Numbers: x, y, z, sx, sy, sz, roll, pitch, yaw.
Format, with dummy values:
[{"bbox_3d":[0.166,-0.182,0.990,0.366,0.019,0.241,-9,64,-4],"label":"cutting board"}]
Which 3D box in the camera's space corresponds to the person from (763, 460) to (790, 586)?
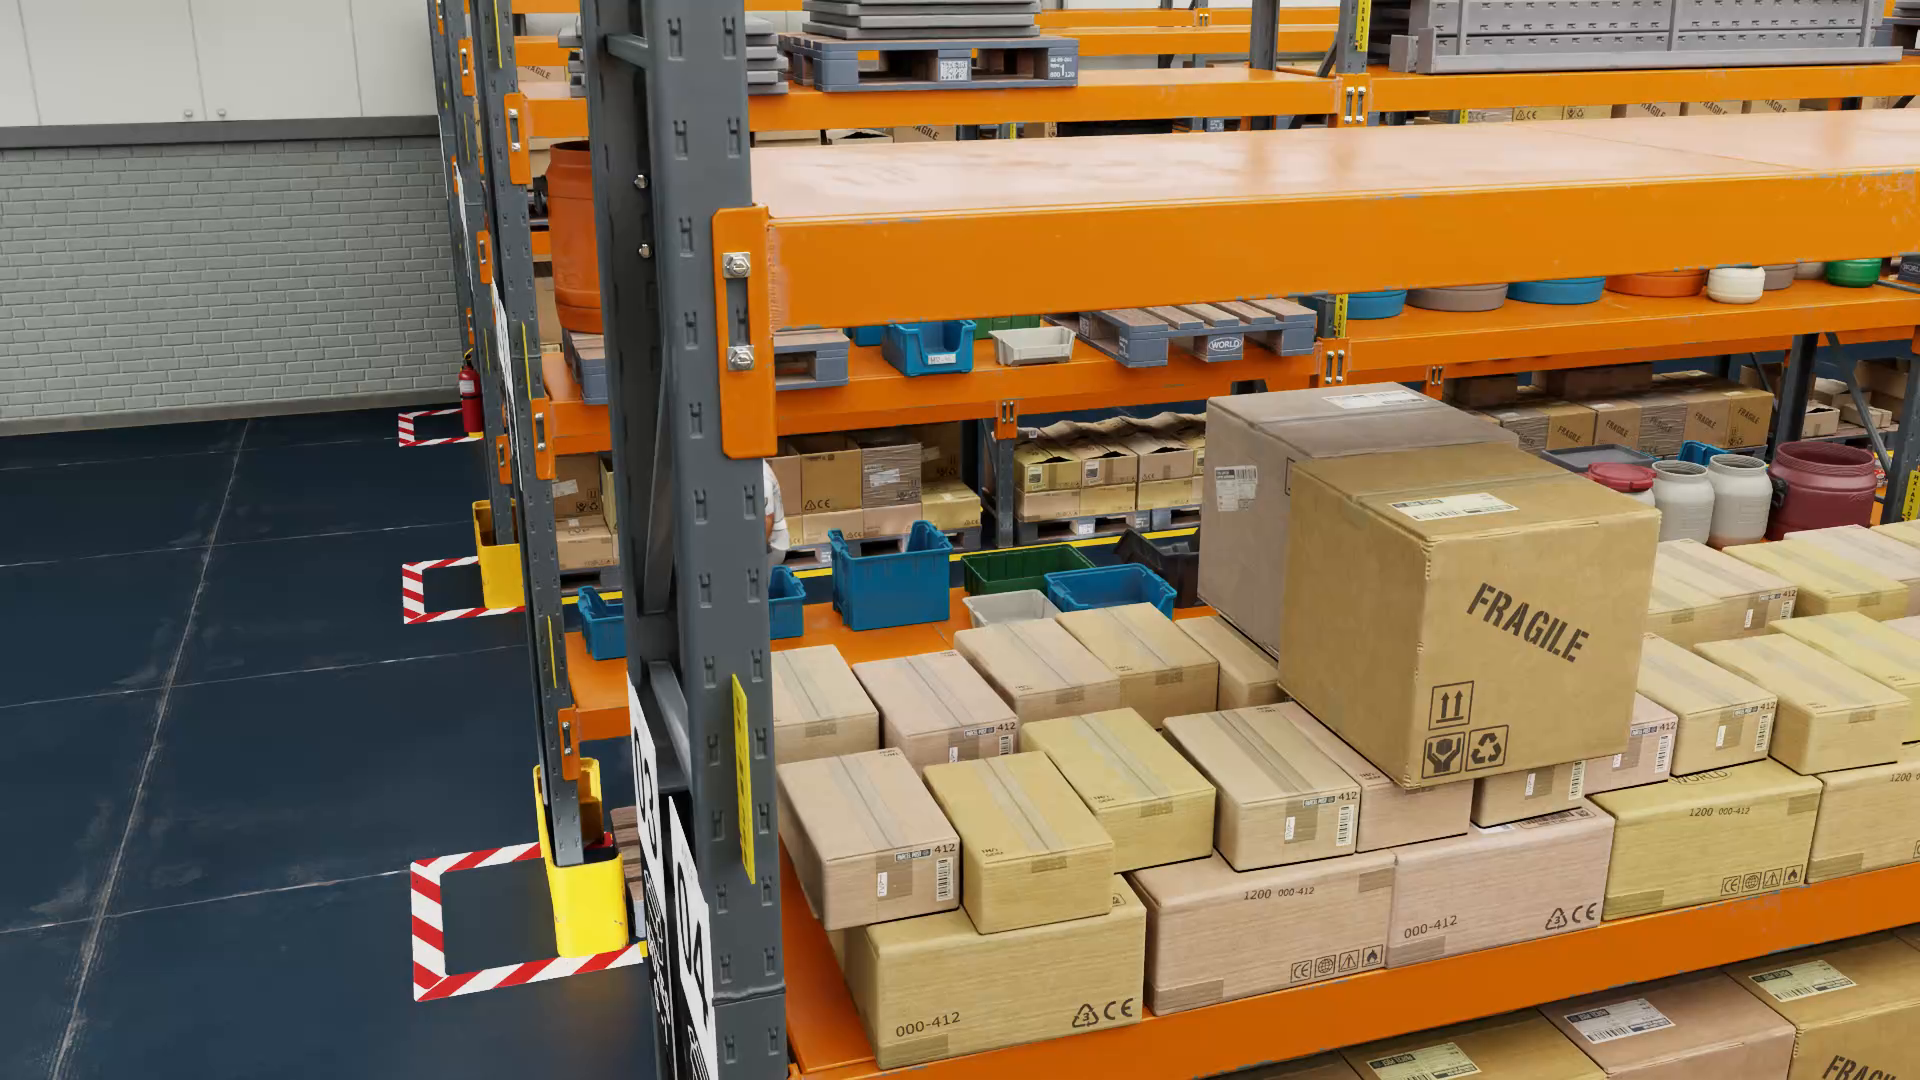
[{"bbox_3d":[-1.416,0.050,11.411,0.452,1.668,0.532,-7,21,-20],"label":"person"}]
